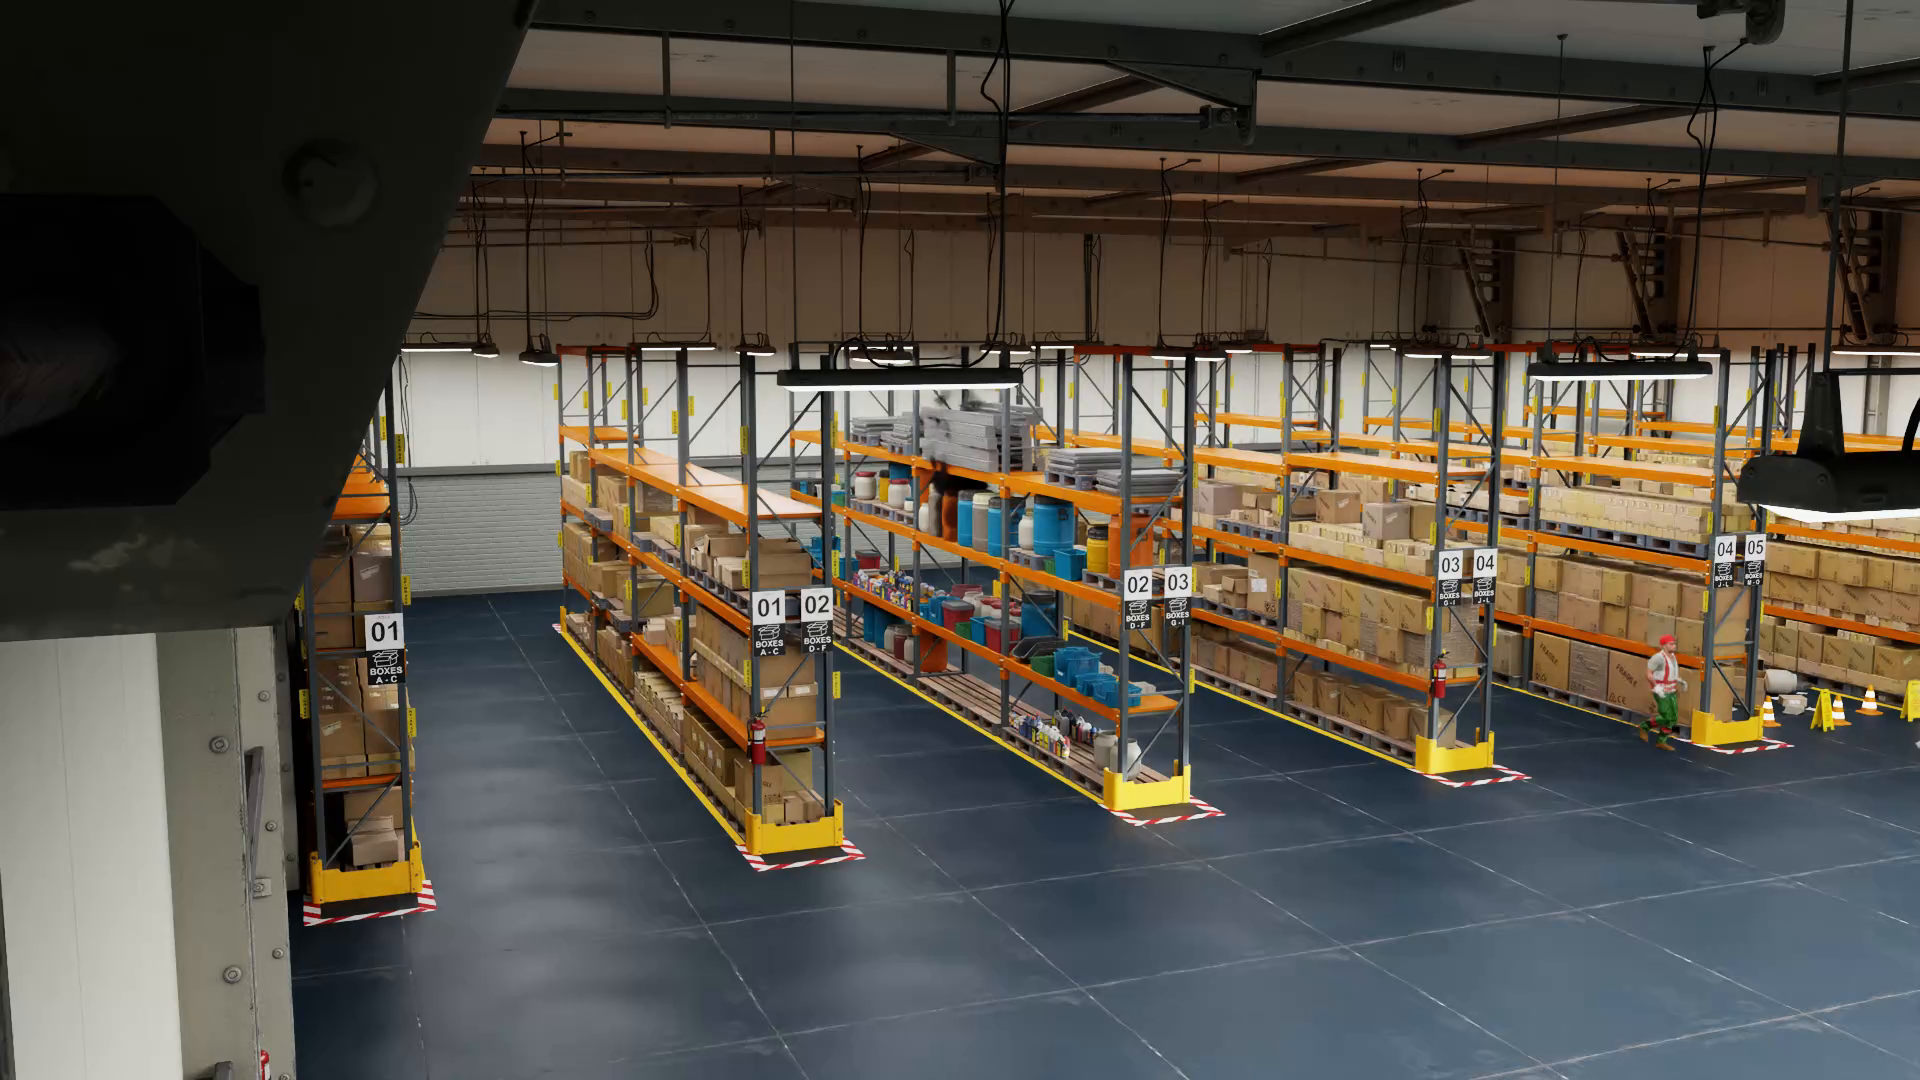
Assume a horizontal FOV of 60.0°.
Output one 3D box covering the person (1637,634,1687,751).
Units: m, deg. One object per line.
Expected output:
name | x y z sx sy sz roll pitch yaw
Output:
person | 10.612 2.283 25.130 0.678 1.755 0.593 -5 9 -36

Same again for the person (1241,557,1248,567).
person | 7.134 0.290 41.306 0.784 1.657 0.601 7 10 45
